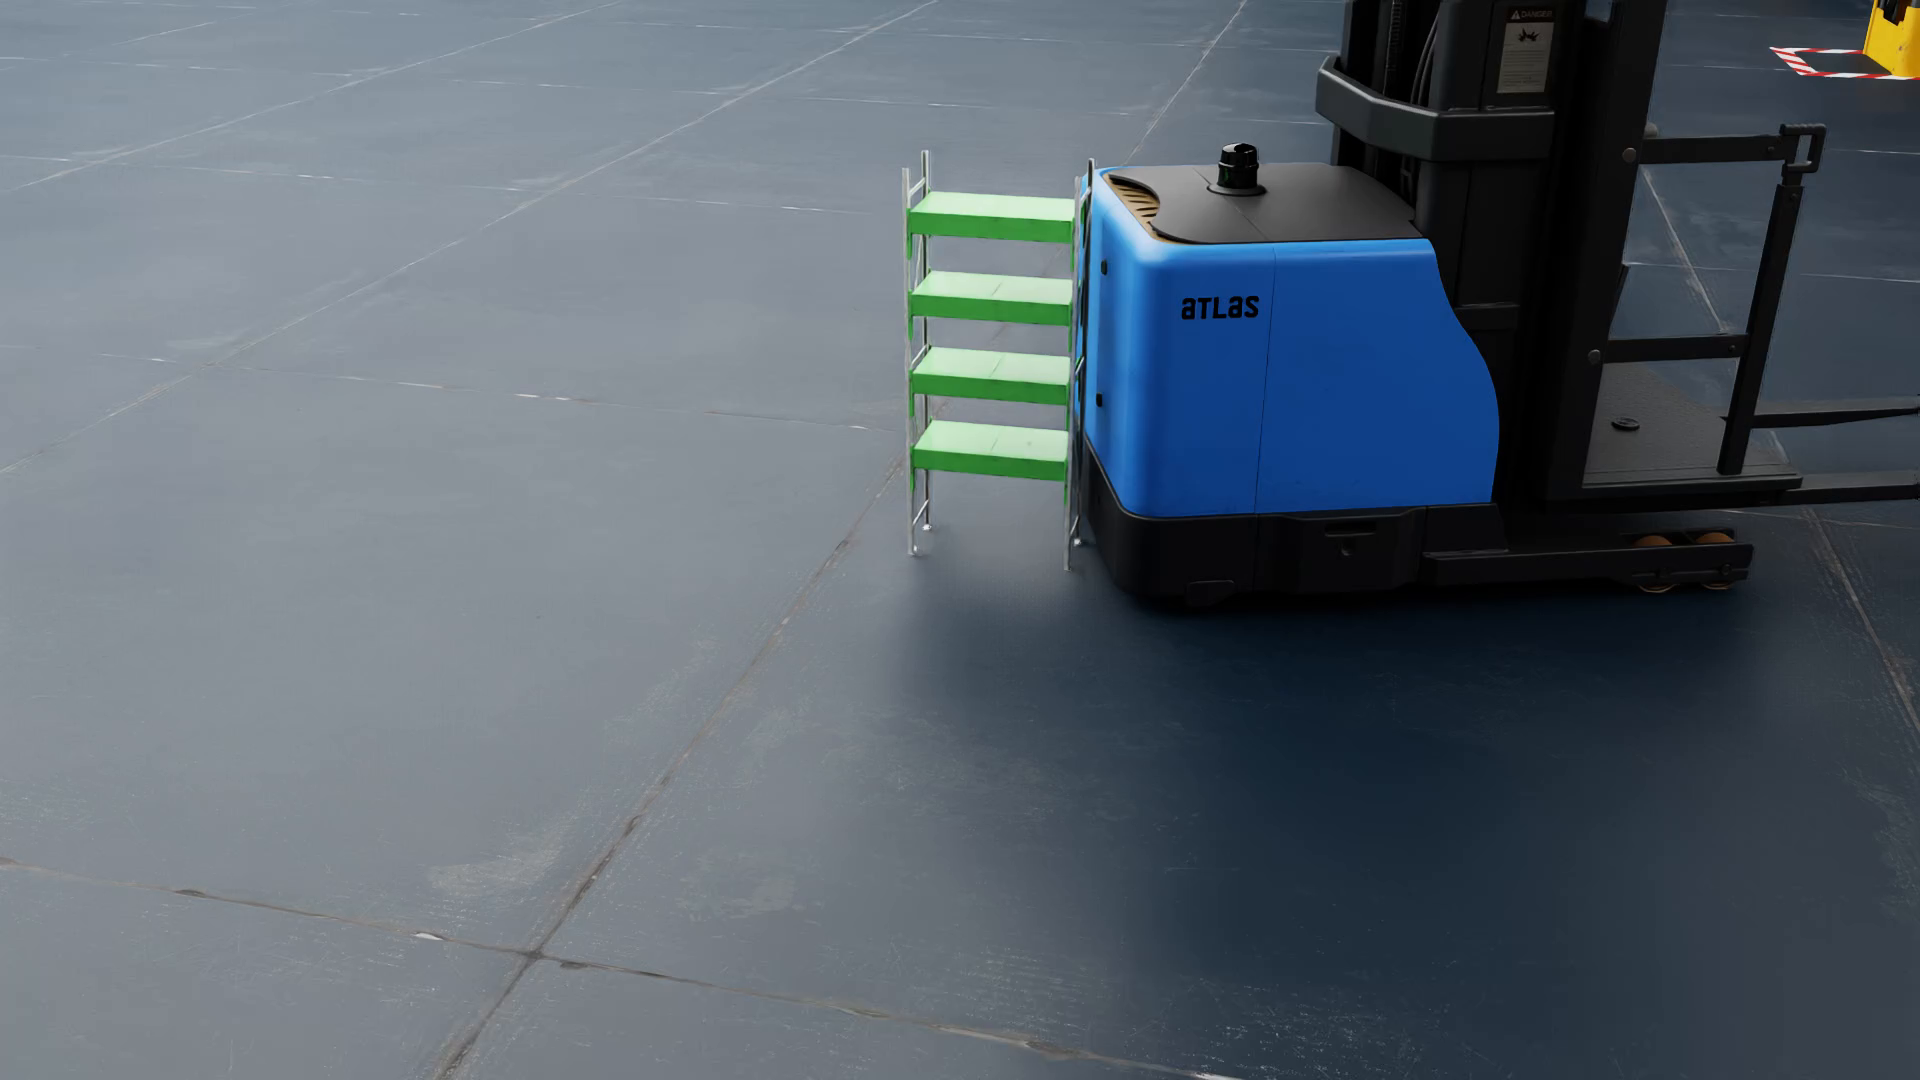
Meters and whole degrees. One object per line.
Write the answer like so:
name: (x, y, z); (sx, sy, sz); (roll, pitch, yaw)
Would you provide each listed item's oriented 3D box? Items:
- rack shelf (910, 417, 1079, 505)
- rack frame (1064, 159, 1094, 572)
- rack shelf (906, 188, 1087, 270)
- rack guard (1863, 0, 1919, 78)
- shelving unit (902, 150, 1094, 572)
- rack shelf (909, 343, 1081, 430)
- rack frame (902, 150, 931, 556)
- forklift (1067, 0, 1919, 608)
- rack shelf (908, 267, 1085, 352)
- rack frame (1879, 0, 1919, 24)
rack shelf: (0.111, -0.245, 5.075); (0.480, 0.148, 0.258); (6, 26, 12)
rack frame: (0.349, -0.495, 4.895); (0.015, 1.200, 0.240); (6, 26, 12)
rack shelf: (0.111, -0.895, 4.765); (0.480, 0.148, 0.258); (6, 26, 12)
rack guard: (7.433, -3.977, 13.022); (0.348, 0.500, 1.175); (6, 26, 13)
shelving unit: (0.111, -0.519, 4.944); (0.503, 1.200, 0.258); (6, 26, 12)
rack shelf: (0.111, -0.461, 4.972); (0.480, 0.148, 0.258); (6, 26, 12)
rack frame: (-0.127, -0.543, 4.994); (0.015, 1.200, 0.240); (6, 26, 12)
forklift: (1.908, -1.389, 4.759); (3.031, 2.935, 1.130); (-3, 26, -6)
rack shelf: (0.111, -0.678, 4.869); (0.480, 0.148, 0.258); (6, 26, 12)
rack frame: (7.359, -5.114, 12.501); (0.127, 3.000, 1.000); (6, 26, 13)
